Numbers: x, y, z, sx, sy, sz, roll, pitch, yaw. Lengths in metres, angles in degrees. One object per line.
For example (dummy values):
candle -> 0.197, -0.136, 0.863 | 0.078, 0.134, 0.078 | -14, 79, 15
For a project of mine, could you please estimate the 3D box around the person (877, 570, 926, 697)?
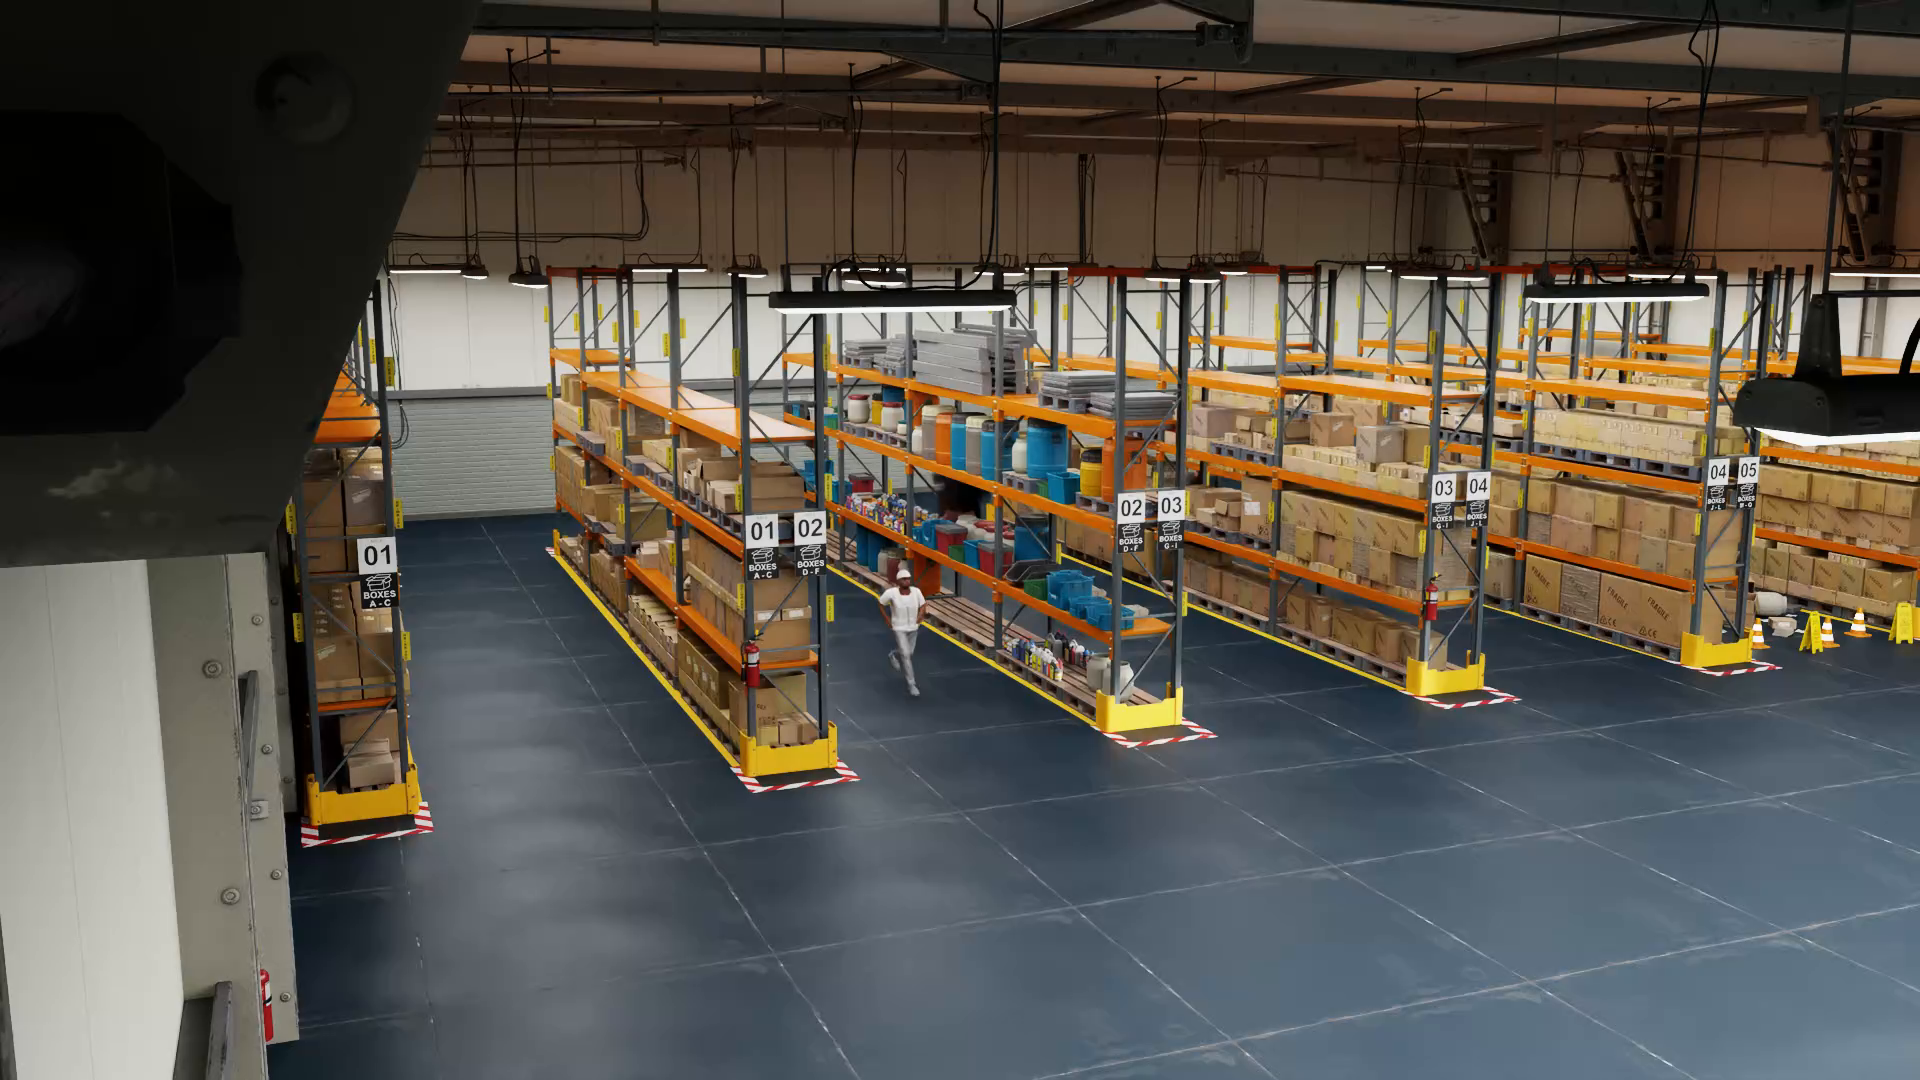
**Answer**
person -> -0.800, 1.241, 24.229 | 0.667, 1.663, 1.128 | -6, 11, -29

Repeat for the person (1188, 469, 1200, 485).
person -> 6.023, -1.711, 41.701 | 0.588, 1.694, 0.784 | 2, 10, 11
